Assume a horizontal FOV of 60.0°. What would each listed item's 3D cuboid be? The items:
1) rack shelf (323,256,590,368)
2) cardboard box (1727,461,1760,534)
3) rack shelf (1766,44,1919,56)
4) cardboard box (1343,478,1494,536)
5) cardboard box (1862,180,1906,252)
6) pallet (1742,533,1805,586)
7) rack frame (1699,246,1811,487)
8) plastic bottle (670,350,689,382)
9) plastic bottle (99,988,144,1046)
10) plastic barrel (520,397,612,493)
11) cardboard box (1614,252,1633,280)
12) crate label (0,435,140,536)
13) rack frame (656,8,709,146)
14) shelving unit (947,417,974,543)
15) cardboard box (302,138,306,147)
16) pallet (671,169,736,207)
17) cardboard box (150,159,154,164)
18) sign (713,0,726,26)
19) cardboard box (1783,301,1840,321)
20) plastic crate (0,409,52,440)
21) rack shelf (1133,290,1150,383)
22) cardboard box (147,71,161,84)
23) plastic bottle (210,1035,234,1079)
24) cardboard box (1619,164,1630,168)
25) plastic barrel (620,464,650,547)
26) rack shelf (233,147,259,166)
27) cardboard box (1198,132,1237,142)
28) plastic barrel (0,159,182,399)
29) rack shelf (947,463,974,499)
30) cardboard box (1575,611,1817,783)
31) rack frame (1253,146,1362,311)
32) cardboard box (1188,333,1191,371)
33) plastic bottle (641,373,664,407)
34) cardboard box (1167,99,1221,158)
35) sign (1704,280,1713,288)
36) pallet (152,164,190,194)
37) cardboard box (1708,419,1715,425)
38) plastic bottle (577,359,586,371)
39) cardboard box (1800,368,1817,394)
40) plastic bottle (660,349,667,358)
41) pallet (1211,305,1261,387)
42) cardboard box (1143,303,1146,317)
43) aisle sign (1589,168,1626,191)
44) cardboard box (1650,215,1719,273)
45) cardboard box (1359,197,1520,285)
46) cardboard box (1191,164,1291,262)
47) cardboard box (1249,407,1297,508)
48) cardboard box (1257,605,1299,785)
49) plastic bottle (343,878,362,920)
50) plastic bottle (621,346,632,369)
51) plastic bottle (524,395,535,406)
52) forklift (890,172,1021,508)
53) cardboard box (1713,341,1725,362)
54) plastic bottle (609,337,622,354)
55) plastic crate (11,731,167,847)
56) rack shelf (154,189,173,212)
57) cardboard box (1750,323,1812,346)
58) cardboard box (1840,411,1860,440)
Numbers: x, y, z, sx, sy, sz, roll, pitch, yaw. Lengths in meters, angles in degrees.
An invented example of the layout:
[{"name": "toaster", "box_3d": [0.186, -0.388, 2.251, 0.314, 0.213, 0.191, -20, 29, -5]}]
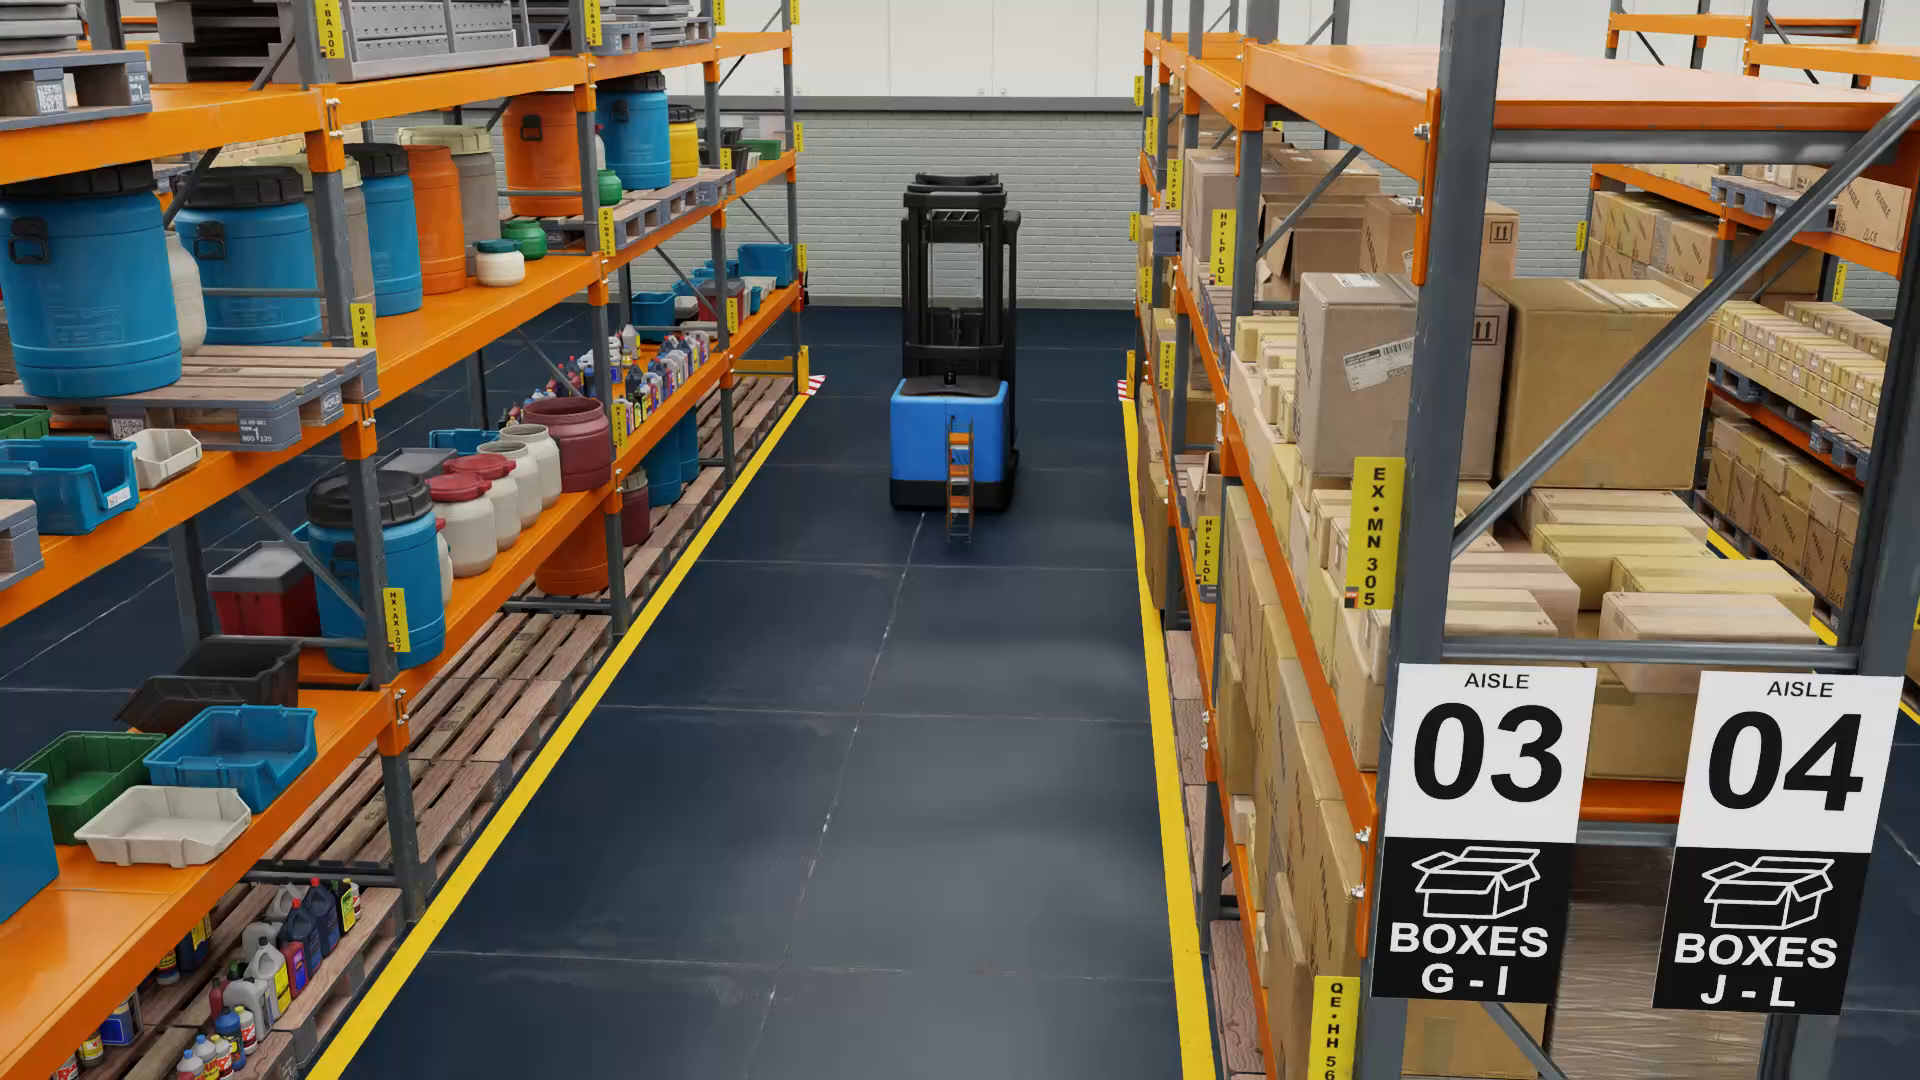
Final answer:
[{"name": "rack shelf", "box_3d": [-3.111, -1.297, 9.589, 0.919, 0.124, 3.809, 1, 18, 4]}, {"name": "cardboard box", "box_3d": [6.845, -0.355, 14.030, 0.500, 0.500, 0.500, 2, 18, 6]}, {"name": "rack shelf", "box_3d": [7.056, -3.556, 12.193, 0.919, 0.052, 3.809, 1, 18, 4]}, {"name": "cardboard box", "box_3d": [1.290, -0.102, 4.699, 0.380, 0.149, 0.250, 2, 18, 5]}, {"name": "cardboard box", "box_3d": [6.723, -2.301, 11.649, 0.500, 0.500, 0.500, 1, 18, 4]}, {"name": "pallet", "box_3d": [7.060, 0.215, 13.427, 1.003, 0.211, 1.213, 1, 18, 4]}, {"name": "rack frame", "box_3d": [7.196, -1.732, 14.890, 0.949, 2.616, 0.053, 1, 18, 4]}, {"name": "plastic bottle", "box_3d": [-2.449, -1.526, 14.461, 0.152, 0.276, 0.135, 1, 18, 4]}, {"name": "plastic bottle", "box_3d": [-3.621, 2.013, 7.129, 0.152, 0.276, 0.135, 1, 18, 4]}, {"name": "plastic barrel", "box_3d": [-2.699, -0.656, 11.388, 0.600, 0.536, 0.708, 1, 18, 4]}, {"name": "cardboard box", "box_3d": [7.118, -2.711, 17.240, 0.500, 0.500, 0.500, 2, 18, 5]}, {"name": "crate label", "box_3d": [-3.077, -0.186, 5.595, 0.502, 0.251, 0.408, 1, 18, 4]}, {"name": "rack frame", "box_3d": [-2.678, -4.835, 14.727, 0.949, 2.616, 0.053, 1, 18, 4]}, {"name": "shelving unit", "box_3d": [0.004, -0.516, 14.310, 0.215, 1.050, 0.252, 1, 18, 4]}, {"name": "cardboard box", "box_3d": [-7.178, -4.216, 17.897, 0.500, 0.250, 0.500, 1, 18, 4]}, {"name": "pallet", "box_3d": [-2.640, -3.074, 14.474, 1.213, 0.211, 1.003, 1, 18, 4]}, {"name": "cardboard box", "box_3d": [-7.731, -3.661, 14.966, 0.600, 0.600, 0.600, 0, 18, -1]}, {"name": "sign", "box_3d": [-2.132, -4.723, 14.720, 0.100, 0.325, 0.005, 1, 18, 4]}, {"name": "cardboard box", "box_3d": [7.365, -1.965, 14.377, 0.380, 0.149, 0.250, 2, 18, 6]}, {"name": "plastic crate", "box_3d": [-3.639, -0.340, 6.167, 0.336, 0.188, 0.450, 1, 18, 4]}, {"name": "rack shelf", "box_3d": [2.403, -2.153, 17.331, 1.077, 0.370, 4.000, 1, 18, 4]}, {"name": "cardboard box", "box_3d": [-7.625, -4.196, 15.827, 0.700, 0.500, 0.500, 1, 18, 4]}, {"name": "plastic bottle", "box_3d": [-3.062, 2.139, 6.865, 0.097, 0.201, 0.097, 0, 18, 0]}, {"name": "cardboard box", "box_3d": [7.157, -4.031, 17.331, 0.500, 0.250, 0.500, 2, 18, 6]}, {"name": "plastic barrel", "box_3d": [-2.869, -0.299, 13.715, 0.600, 0.588, 0.708, 1, 18, 4]}, {"name": "rack shelf", "box_3d": [-10.142, -3.573, 14.332, 5.871, 1.248, 5.083, 1, 18, 4]}, {"name": "cardboard box", "box_3d": [1.919, -2.765, 12.392, 0.500, 0.500, 0.500, 2, 18, 7]}, {"name": "plastic barrel", "box_3d": [-3.433, -1.056, 6.532, 0.600, 0.901, 0.708, 1, 18, 4]}, {"name": "rack shelf", "box_3d": [0.004, -0.505, 14.314, 0.215, 0.259, 0.240, 1, 18, 4]}, {"name": "cardboard box", "box_3d": [1.691, 0.355, 3.945, 0.500, 0.250, 0.500, 2, 18, 6]}, {"name": "rack frame", "box_3d": [1.689, -2.240, 6.807, 0.949, 2.616, 0.053, 1, 18, 4]}, {"name": "cardboard box", "box_3d": [2.091, -1.585, 12.670, 0.797, 0.503, 0.637, 2, 18, 5]}, {"name": "plastic bottle", "box_3d": [-2.515, -1.241, 13.592, 0.152, 0.276, 0.135, 1, 18, 4]}, {"name": "cardboard box", "box_3d": [2.255, -3.838, 15.506, 0.700, 0.500, 0.500, 0, 18, 1]}, {"name": "sign", "box_3d": [6.657, -2.153, 14.785, 0.100, 0.325, 0.005, 1, 18, 4]}, {"name": "pallet", "box_3d": [-7.738, -3.231, 14.951, 1.213, 0.211, 1.003, 1, 18, 4]}, {"name": "cardboard box", "box_3d": [6.944, -1.056, 15.776, 0.380, 0.149, 0.250, 2, 18, 5]}, {"name": "plastic bottle", "box_3d": [-3.213, -1.393, 14.063, 0.097, 0.271, 0.097, 0, 18, 0]}, {"name": "cardboard box", "box_3d": [6.566, -1.194, 12.501, 0.380, 0.149, 0.250, 1, 18, 4]}, {"name": "plastic bottle", "box_3d": [-2.575, -1.520, 14.452, 0.097, 0.271, 0.097, 0, 18, 0]}, {"name": "pallet", "box_3d": [1.836, -0.915, 7.881, 1.213, 0.211, 1.003, 1, 18, 4]}, {"name": "cardboard box", "box_3d": [2.100, -2.406, 16.712, 0.500, 0.250, 0.500, 2, 18, 5]}, {"name": "aisle sign", "box_3d": [7.192, -4.239, 18.366, 0.394, 0.787, 0.004, 1, 18, 4]}, {"name": "cardboard box", "box_3d": [7.046, -2.867, 16.111, 0.500, 0.500, 0.500, 2, 18, 5]}, {"name": "cardboard box", "box_3d": [1.908, -1.095, 6.690, 0.500, 0.500, 0.500, 1, 18, 2]}, {"name": "cardboard box", "box_3d": [1.613, -1.888, 9.586, 0.500, 0.500, 0.500, 1, 18, 2]}, {"name": "cardboard box", "box_3d": [1.319, -0.291, 5.916, 0.500, 0.250, 0.500, 1, 18, 2]}, {"name": "cardboard box", "box_3d": [1.304, 0.547, 5.692, 0.500, 0.500, 0.500, 1, 18, 4]}, {"name": "plastic bottle", "box_3d": [-2.970, 1.741, 8.081, 0.097, 0.201, 0.097, 0, 18, 0]}, {"name": "plastic bottle", "box_3d": [-2.995, -1.644, 14.942, 0.097, 0.201, 0.097, 0, 18, 0]}, {"name": "plastic bottle", "box_3d": [-3.307, -0.983, 12.814, 0.097, 0.271, 0.097, 0, 18, 0]}, {"name": "forklift", "box_3d": [0.013, -2.098, 16.118, 1.130, 2.935, 3.031, 2, 18, 5]}, {"name": "cardboard box", "box_3d": [6.698, -1.613, 14.259, 0.380, 0.149, 0.250, 2, 18, 5]}, {"name": "plastic bottle", "box_3d": [-3.120, -1.676, 14.921, 0.152, 0.276, 0.135, 1, 18, 4]}, {"name": "plastic crate", "box_3d": [-3.633, 1.016, 6.844, 0.450, 0.188, 0.662, 1, 18, 4]}, {"name": "rack shelf", "box_3d": [-7.765, -2.558, 13.751, 1.077, 0.370, 4.000, 1, 18, 4]}, {"name": "cardboard box", "box_3d": [6.639, -1.659, 13.443, 0.380, 0.149, 0.250, 1, 18, 3]}, {"name": "cardboard box", "box_3d": [6.509, -0.810, 11.807, 0.380, 0.149, 0.250, 1, 18, 4]}]
